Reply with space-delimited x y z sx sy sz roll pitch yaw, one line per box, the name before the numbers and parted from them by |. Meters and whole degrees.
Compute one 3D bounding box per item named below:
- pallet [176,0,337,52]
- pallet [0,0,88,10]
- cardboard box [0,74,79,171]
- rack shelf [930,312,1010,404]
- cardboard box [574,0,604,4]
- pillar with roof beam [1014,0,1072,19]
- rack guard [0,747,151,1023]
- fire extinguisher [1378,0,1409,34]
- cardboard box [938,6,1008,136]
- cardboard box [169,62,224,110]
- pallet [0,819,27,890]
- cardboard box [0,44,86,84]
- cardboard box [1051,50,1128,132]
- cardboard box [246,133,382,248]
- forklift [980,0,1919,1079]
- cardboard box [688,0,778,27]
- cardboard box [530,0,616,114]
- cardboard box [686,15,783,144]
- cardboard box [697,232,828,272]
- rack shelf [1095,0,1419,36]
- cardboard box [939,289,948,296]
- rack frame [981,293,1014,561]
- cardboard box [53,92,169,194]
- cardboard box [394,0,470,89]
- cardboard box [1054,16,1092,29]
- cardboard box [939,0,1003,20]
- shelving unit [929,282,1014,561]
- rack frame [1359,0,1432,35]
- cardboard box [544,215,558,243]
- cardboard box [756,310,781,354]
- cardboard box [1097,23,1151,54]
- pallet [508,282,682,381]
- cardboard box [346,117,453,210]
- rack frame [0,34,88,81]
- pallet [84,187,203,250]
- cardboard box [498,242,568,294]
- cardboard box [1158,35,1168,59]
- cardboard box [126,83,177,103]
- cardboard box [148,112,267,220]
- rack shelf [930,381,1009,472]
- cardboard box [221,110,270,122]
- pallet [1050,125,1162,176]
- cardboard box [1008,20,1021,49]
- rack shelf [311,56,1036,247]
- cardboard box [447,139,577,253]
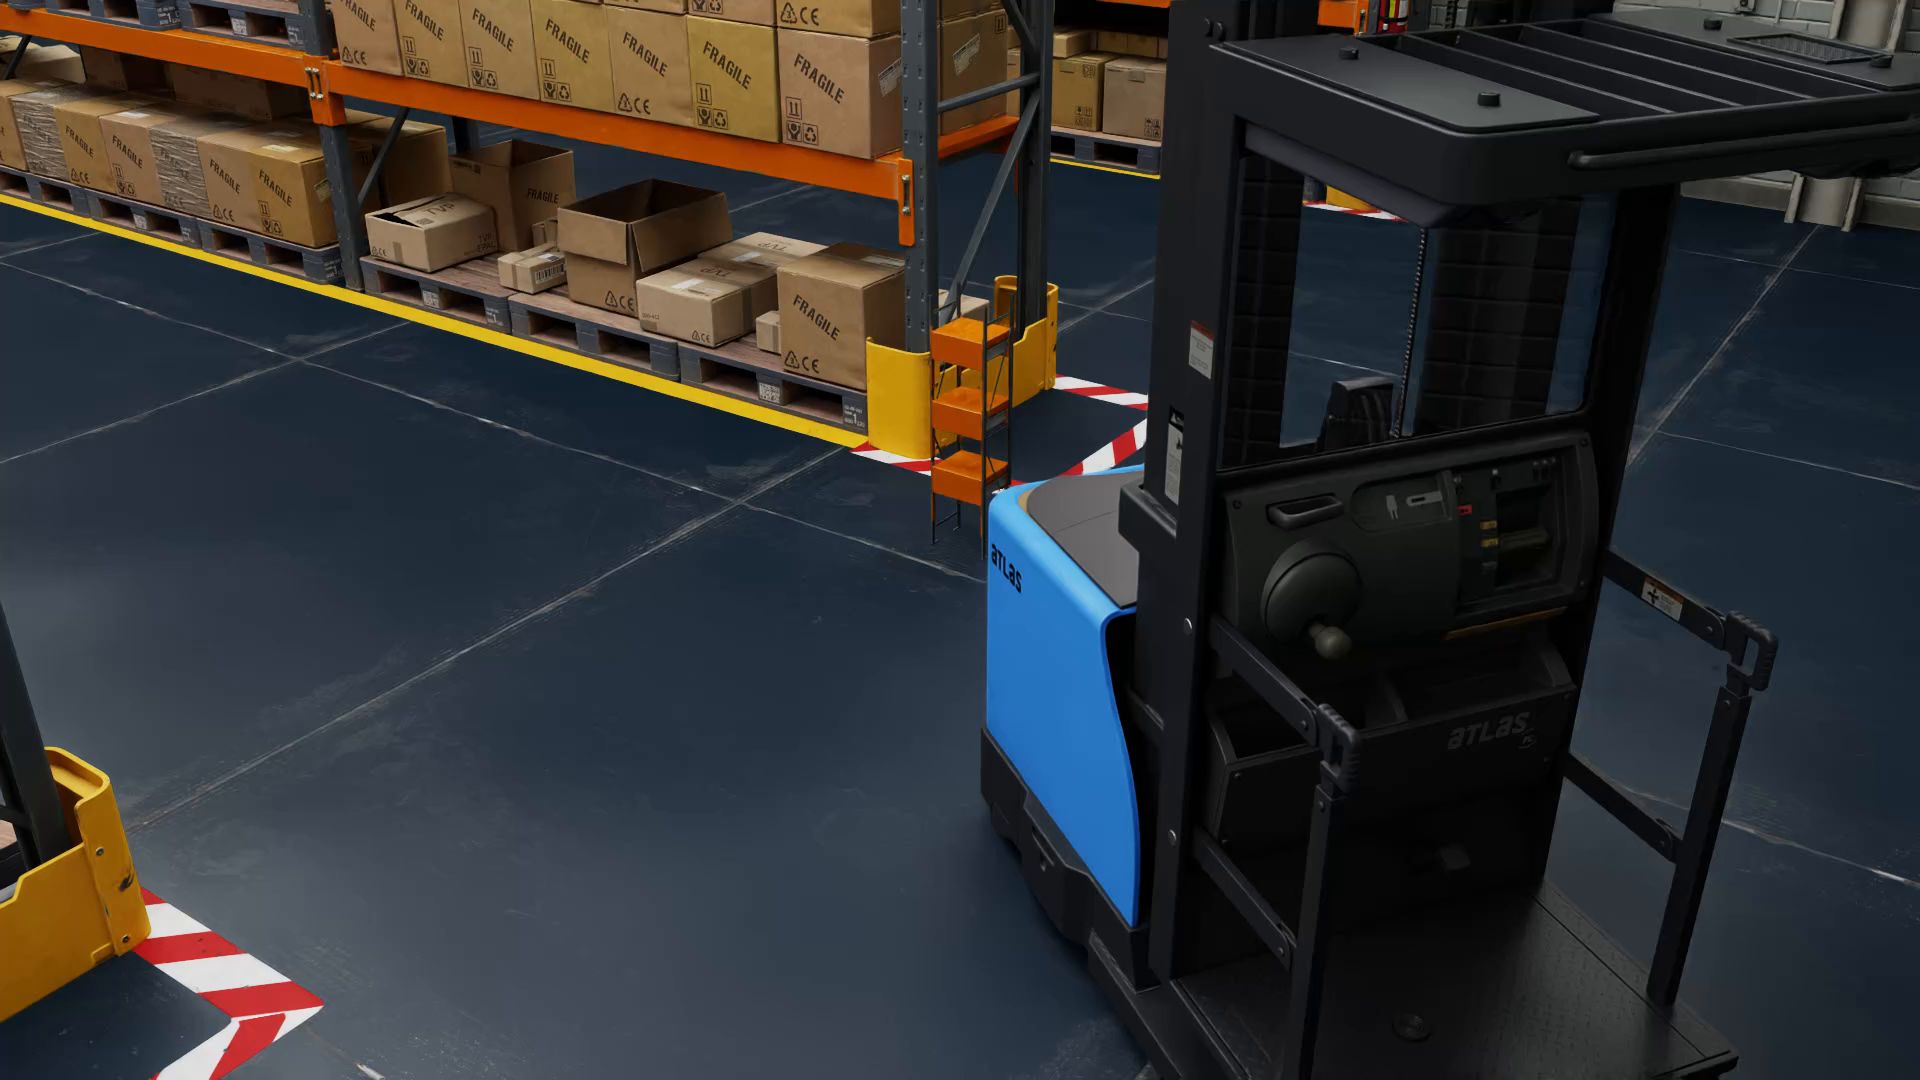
pallet | -3.803 -3.116 9.777 1.213 0.211 1.003 17 32 30
pallet | -5.905 -3.749 11.021 1.003 0.211 1.213 17 32 30
cardboard box | -6.290 -2.841 11.296 0.500 0.500 0.500 19 32 32
rack shelf | 0.044 -0.698 6.361 0.240 0.259 0.215 17 32 30
cardboard box | -1.702 -2.822 7.776 0.500 0.500 0.500 18 32 32
pillar with roof beam | -1.776 -6.016 8.650 0.400 9.000 9.100 17 32 30
rack guard | -2.690 1.038 4.159 0.348 0.500 1.175 17 32 30
fire extinguisher | 2.755 -3.369 10.559 0.183 0.674 0.296 17 32 30
cardboard box | -0.126 -2.185 7.626 0.500 0.500 0.500 18 32 31
cardboard box | -4.705 -2.972 10.727 0.500 0.250 0.500 17 31 29
pallet | -3.375 0.939 4.671 1.213 0.211 1.003 17 32 30
cardboard box | -6.769 -3.438 12.149 0.500 0.311 0.500 19 32 32
cardboard box | 0.988 -3.388 12.393 0.500 0.500 0.700 18 32 31
cardboard box | -3.775 -2.057 9.755 0.500 0.500 0.500 17 32 30
forklift | 1.070 0.048 3.424 1.130 2.935 3.031 -10 29 -19
cardboard box | -0.849 -2.559 7.259 0.500 0.500 0.500 18 32 32
cardboard box | -1.686 -2.377 8.004 0.500 0.500 0.500 17 31 30
cardboard box | -0.862 -2.118 7.494 0.500 0.500 0.500 18 32 31
cardboard box | -1.021 -1.401 8.743 0.500 0.250 0.500 17 32 30
rack shelf | 1.244 -3.974 12.045 4.000 0.370 1.077 17 32 30
cardboard box | -0.266 -1.162 8.364 0.250 0.166 0.380 17 32 30
rack frame | 0.145 -0.423 6.423 0.008 1.050 0.200 17 32 30
cardboard box | -5.445 -2.578 10.779 0.500 0.500 0.500 17 31 30
cardboard box | -2.517 -2.637 8.514 0.500 0.500 0.500 18 32 31
cardboard box | 0.799 -3.849 12.585 0.250 0.149 0.380 16 31 29
cardboard box | -0.126 -2.631 7.400 0.500 0.500 0.500 18 32 32
shelving unit | 0.044 -0.454 6.485 0.252 1.050 0.215 17 32 30
rack frame | 2.892 -3.781 10.872 0.127 3.000 1.000 17 32 30
cardboard box | -1.958 -1.720 9.302 0.500 0.311 0.500 17 32 30
cardboard box | -0.780 -1.047 8.138 0.250 0.166 0.380 17 32 30
cardboard box | 1.220 -3.718 12.327 0.250 0.149 0.380 17 31 29
pallet | -1.631 -1.223 8.920 1.213 0.211 1.003 17 32 30
cardboard box | -3.467 -2.253 10.140 0.500 0.500 0.500 16 31 28
rack frame | -6.504 -3.982 11.268 0.127 3.000 1.000 17 32 30
pallet | -4.908 -2.220 10.880 1.213 0.211 1.003 17 32 30
cardboard box | -2.264 -1.482 8.993 0.250 0.166 0.380 17 32 30
cardboard box | 1.641 -3.588 12.070 0.250 0.149 0.380 18 32 31
cardboard box | -5.173 -2.779 11.174 0.500 0.500 0.500 16 31 29
cardboard box | -4.591 -2.316 10.264 0.500 0.500 0.500 18 32 31
rack shelf | 0.044 -0.445 6.490 0.240 0.259 0.215 17 32 30
cardboard box | -4.321 -2.517 10.659 0.500 0.500 0.500 18 32 31
pallet | 1.187 -3.028 12.467 1.213 0.211 1.003 17 32 30
cardboard box | 0.332 -3.784 12.456 0.250 0.149 0.380 19 32 32
rack shelf | -1.558 -2.121 8.404 4.000 0.370 1.077 17 32 30
cardboard box | -2.576 -1.997 9.638 0.500 0.500 0.500 17 32 30
